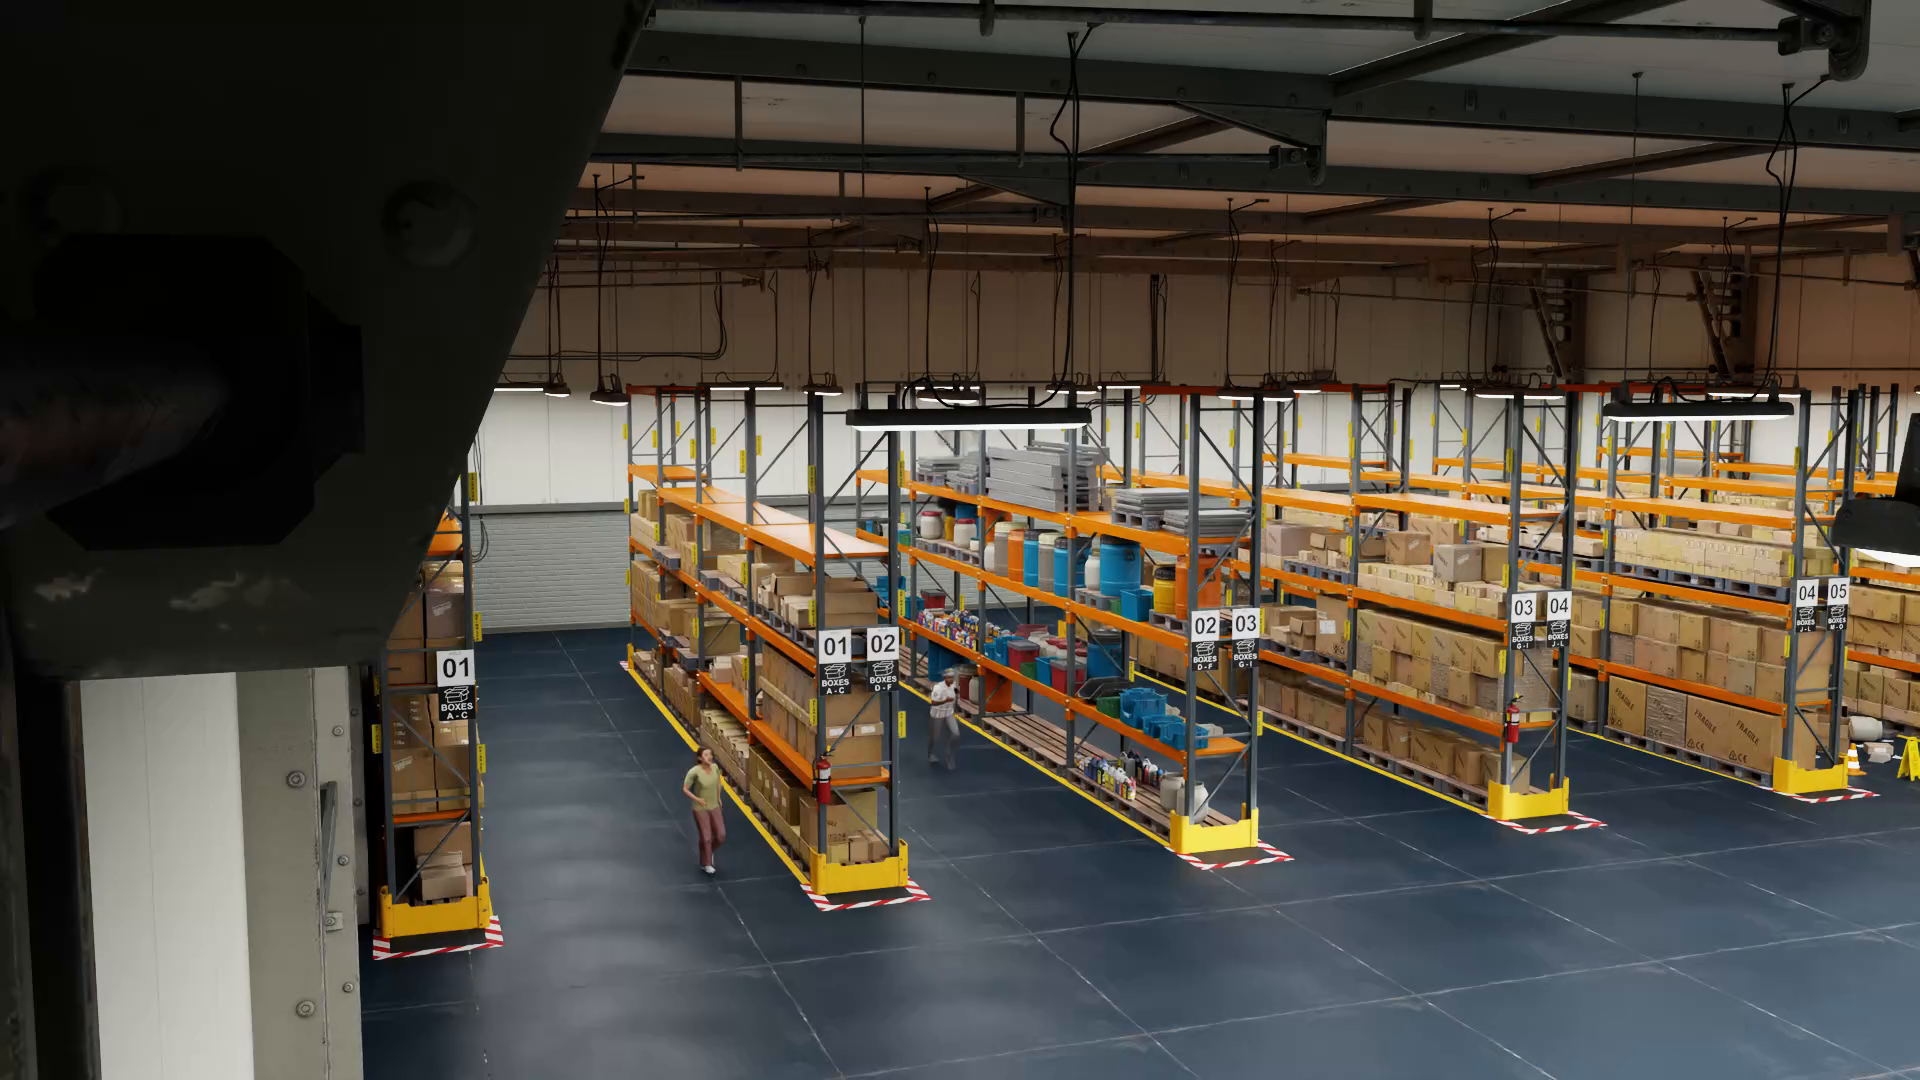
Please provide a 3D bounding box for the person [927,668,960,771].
[{"bbox_3d":[-0.276,2.798,26.297,0.560,1.656,0.893,-3,7,-27],"label":"person"}]

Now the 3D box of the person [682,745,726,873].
[{"bbox_3d":[-3.187,3.370,20.829,0.580,1.631,0.534,-4,7,-34],"label":"person"}]

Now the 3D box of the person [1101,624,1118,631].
[{"bbox_3d":[2.787,2.274,31.925,0.610,1.591,0.697,-2,6,-21],"label":"person"}]
